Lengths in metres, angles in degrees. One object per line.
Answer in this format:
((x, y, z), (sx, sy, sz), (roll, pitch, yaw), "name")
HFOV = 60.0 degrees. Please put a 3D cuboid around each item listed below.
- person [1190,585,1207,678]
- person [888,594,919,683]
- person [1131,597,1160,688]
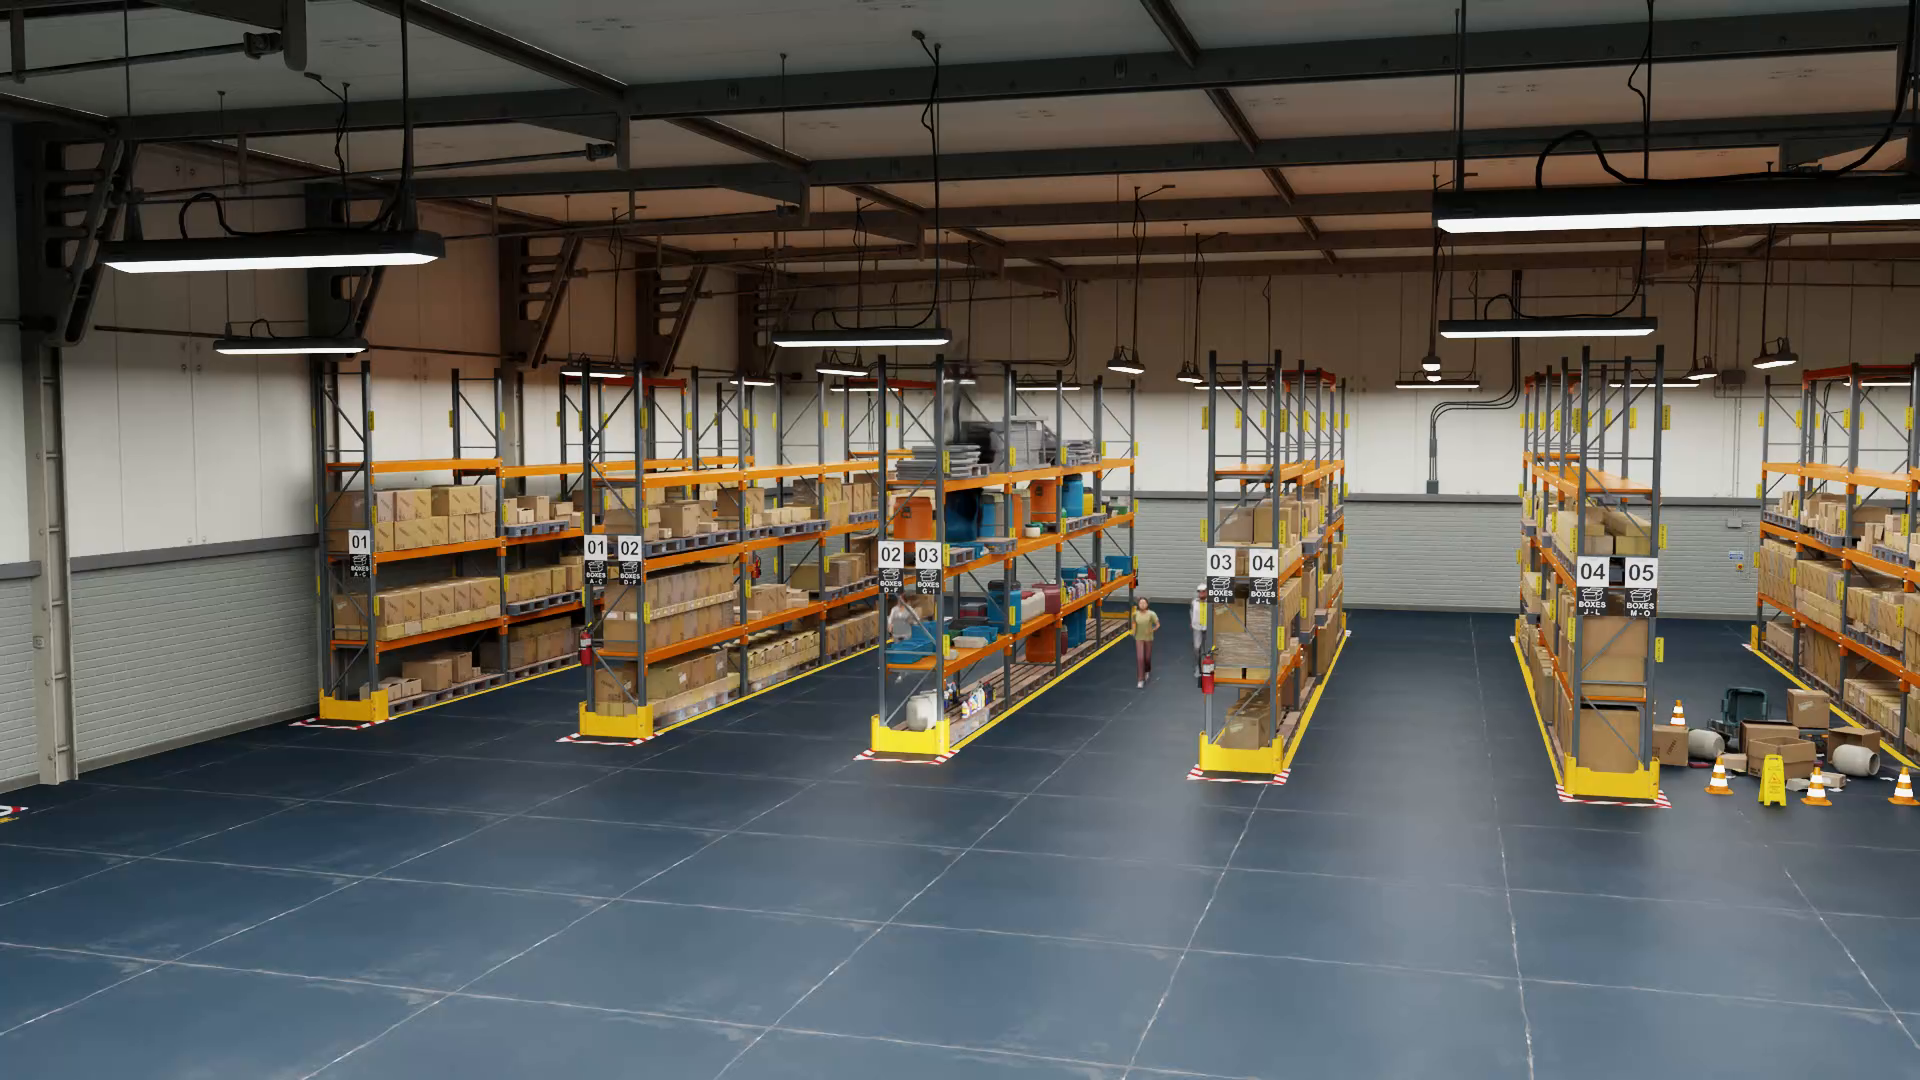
((4.820, 1.778, 32.743), (0.650, 1.823, 0.814), (1, 4, 19), "person")
((-1.050, 1.766, 30.276), (0.546, 1.591, 0.739), (1, 4, 12), "person")
((3.497, 1.907, 31.458), (0.570, 1.676, 0.864), (1, 4, 13), "person")
